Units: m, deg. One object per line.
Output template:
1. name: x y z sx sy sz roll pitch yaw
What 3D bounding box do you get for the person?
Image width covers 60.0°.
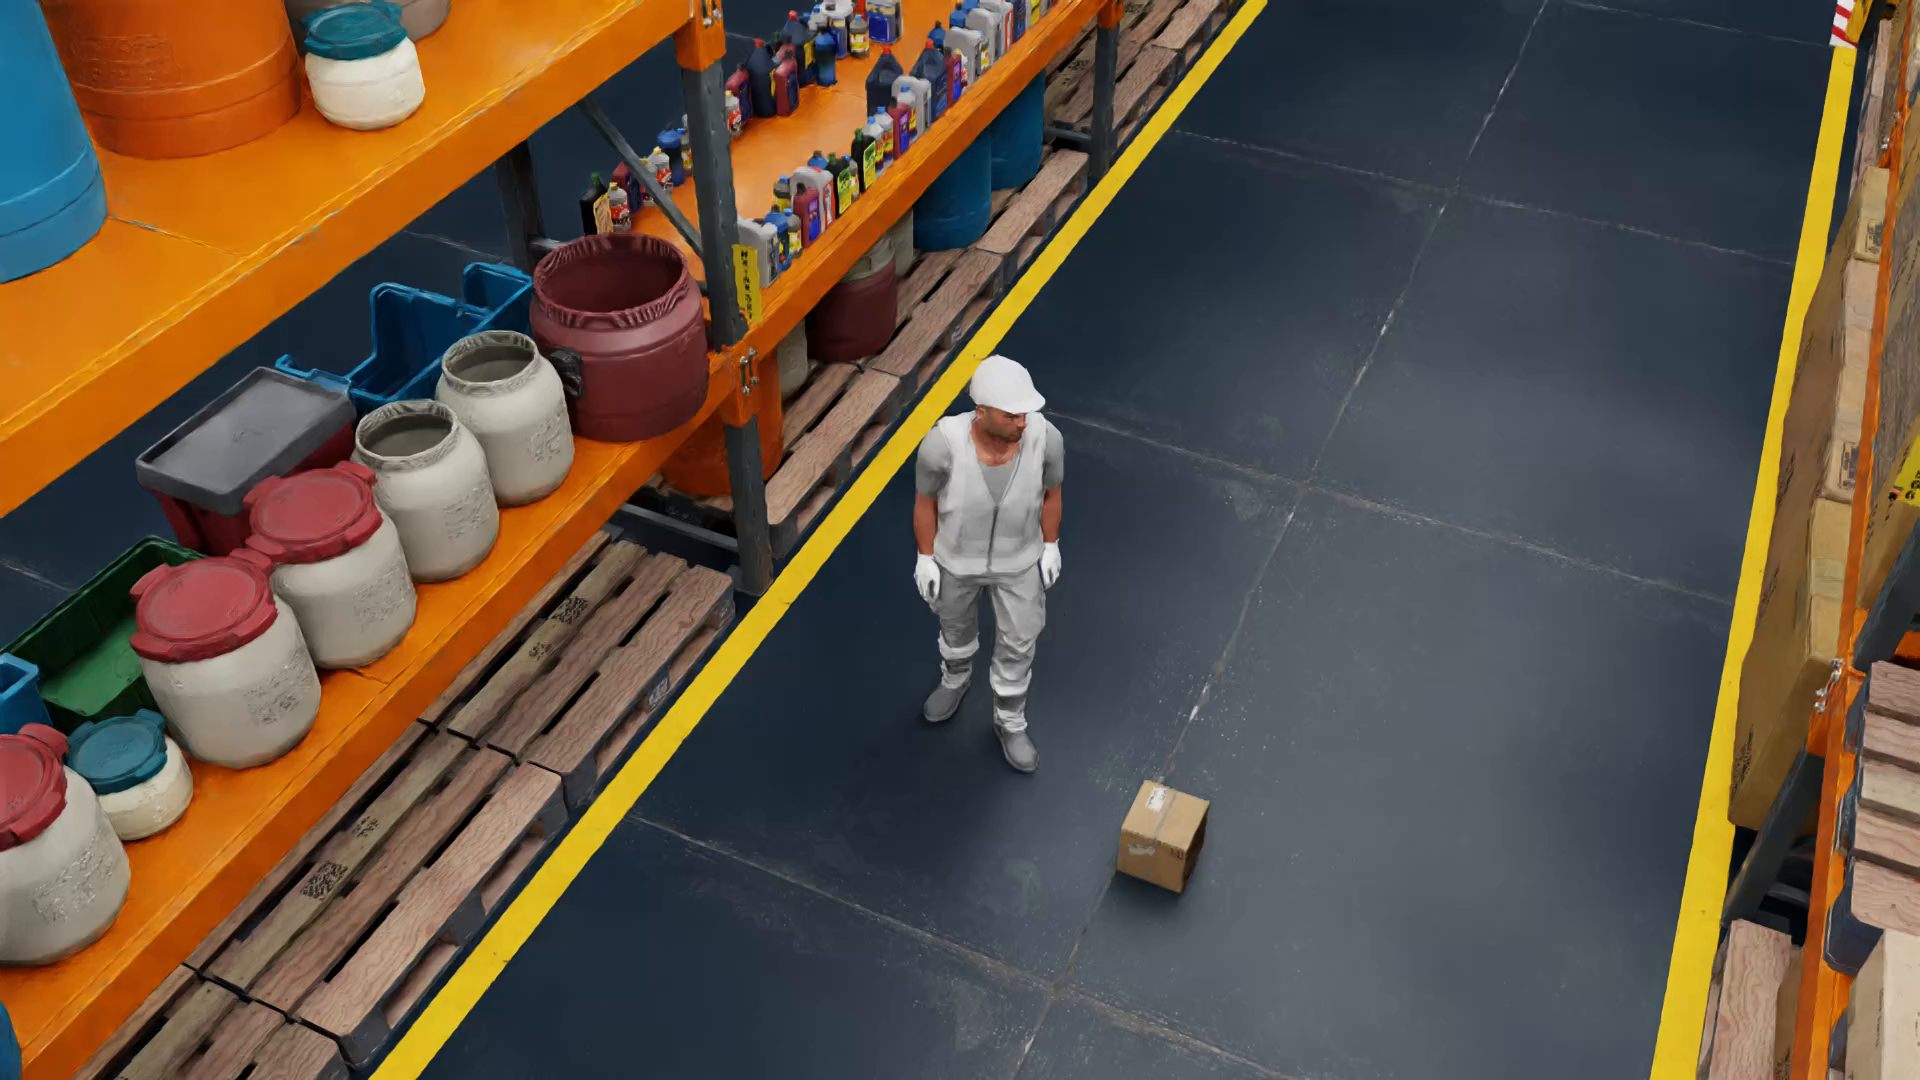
1. person: 0.105 0.075 6.053 0.549 1.787 0.538 -3 42 -3
